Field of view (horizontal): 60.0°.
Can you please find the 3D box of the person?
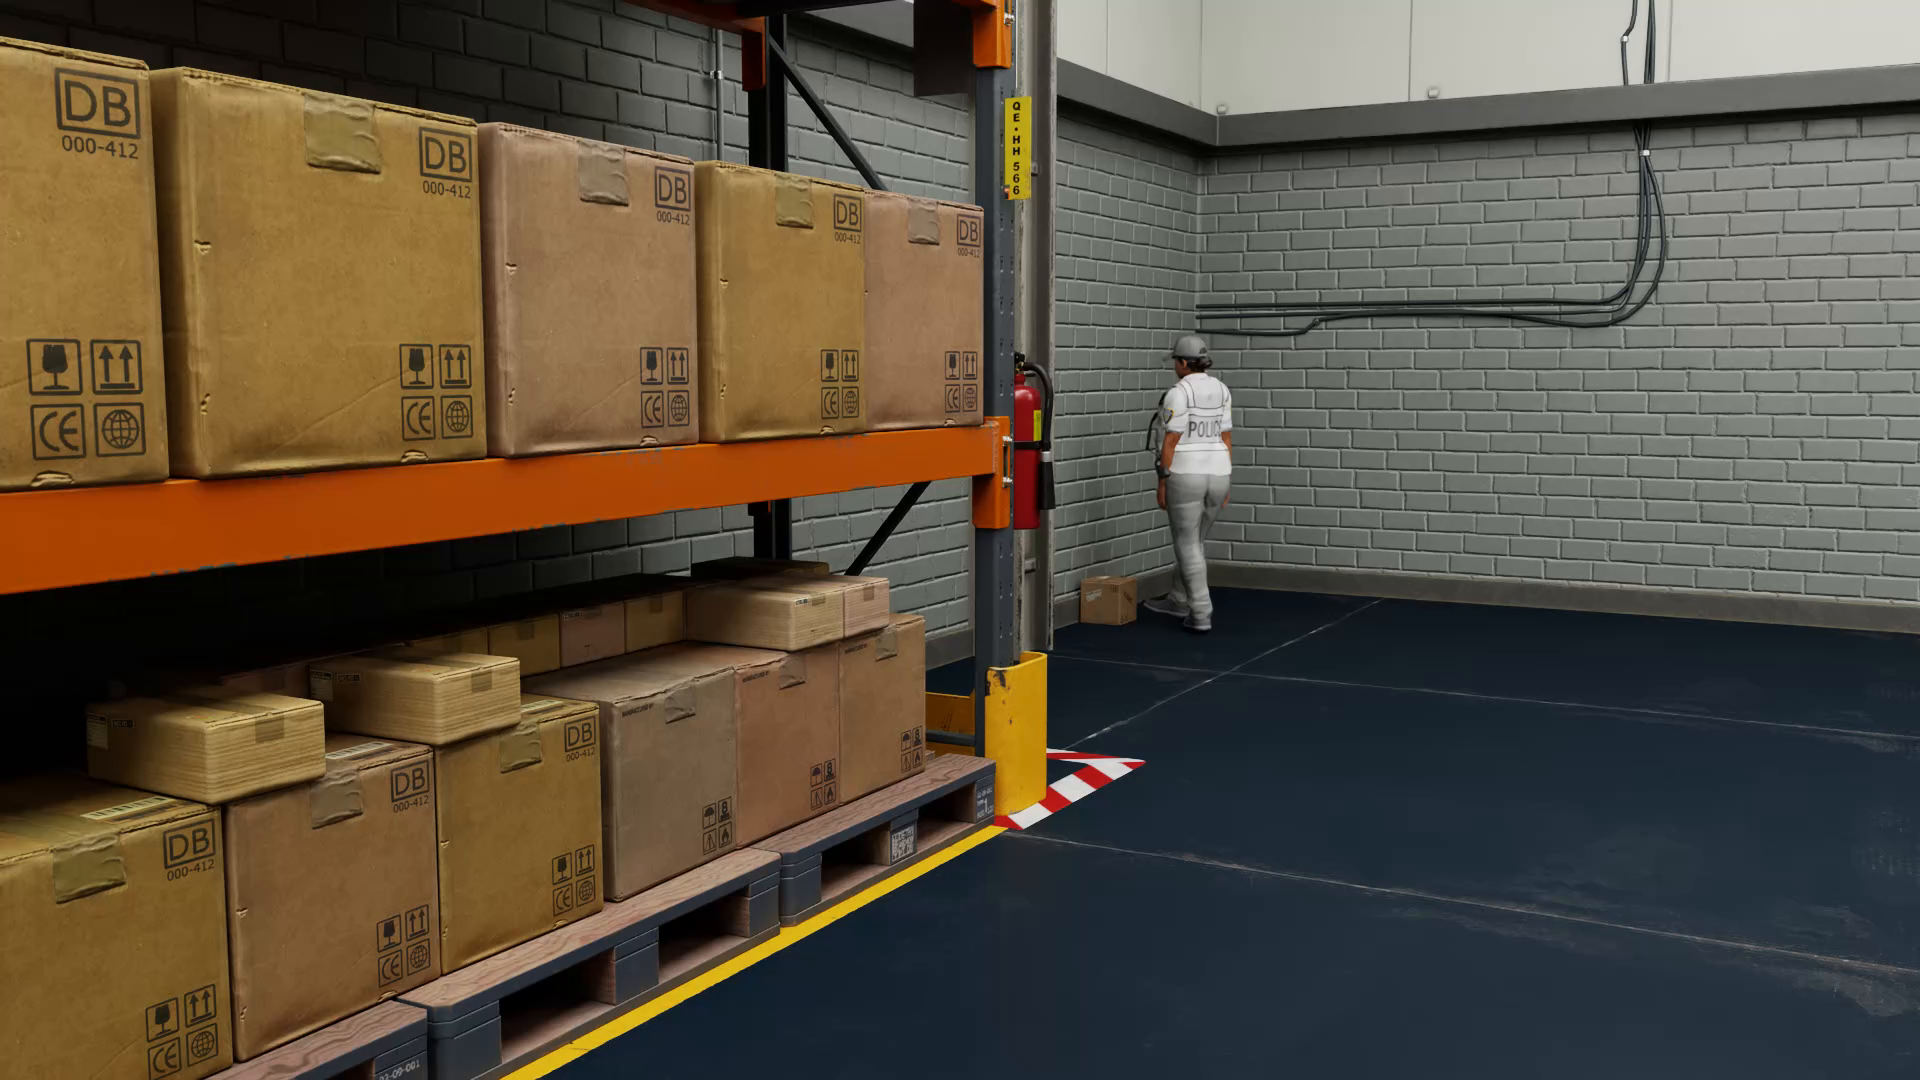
[{"bbox_3d":[1.239,-0.336,9.497,0.473,1.653,0.667,-4,8,-36],"label":"person"}]
